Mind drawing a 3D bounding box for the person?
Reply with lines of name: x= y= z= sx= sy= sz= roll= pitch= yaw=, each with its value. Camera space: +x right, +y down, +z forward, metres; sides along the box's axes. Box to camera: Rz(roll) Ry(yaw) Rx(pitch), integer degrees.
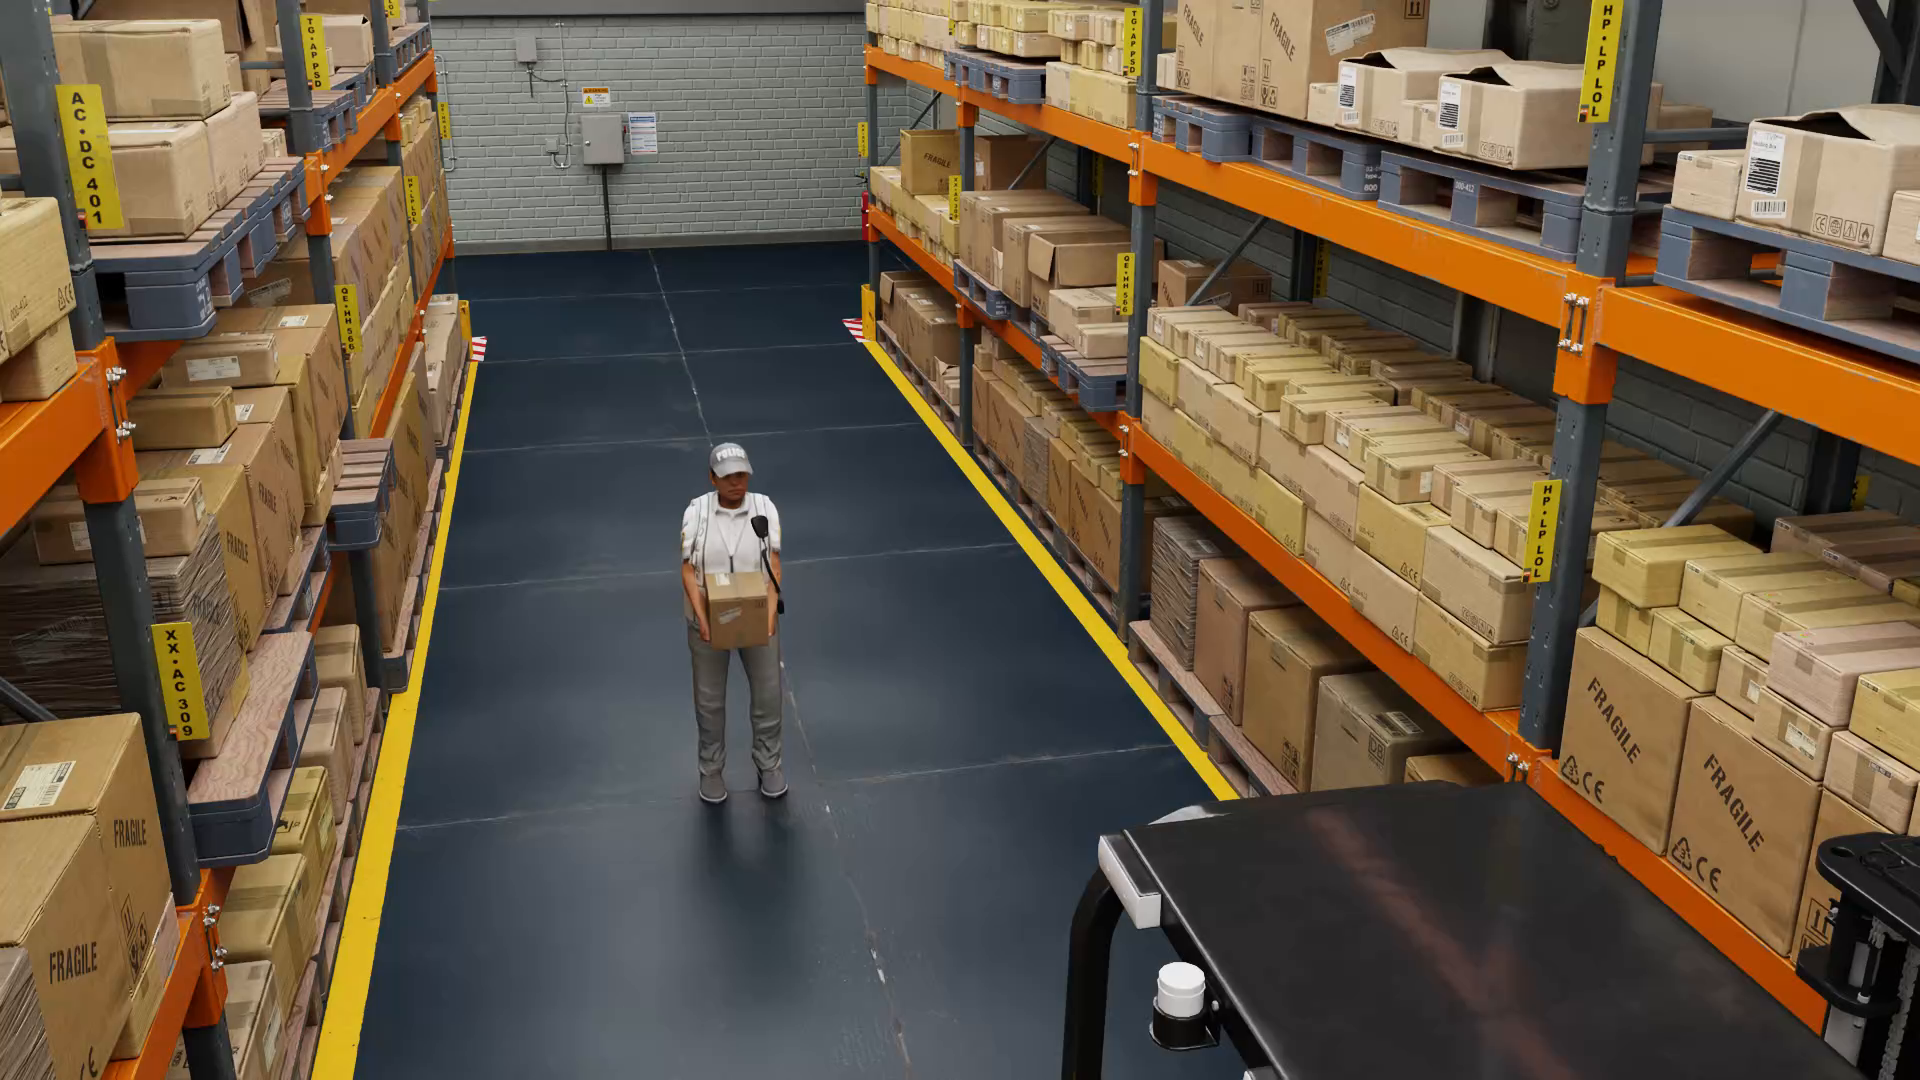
person: x=-1.006 y=0.392 z=7.490 sx=0.453 sy=1.653 sz=0.535 roll=-4 pitch=20 yaw=-12
